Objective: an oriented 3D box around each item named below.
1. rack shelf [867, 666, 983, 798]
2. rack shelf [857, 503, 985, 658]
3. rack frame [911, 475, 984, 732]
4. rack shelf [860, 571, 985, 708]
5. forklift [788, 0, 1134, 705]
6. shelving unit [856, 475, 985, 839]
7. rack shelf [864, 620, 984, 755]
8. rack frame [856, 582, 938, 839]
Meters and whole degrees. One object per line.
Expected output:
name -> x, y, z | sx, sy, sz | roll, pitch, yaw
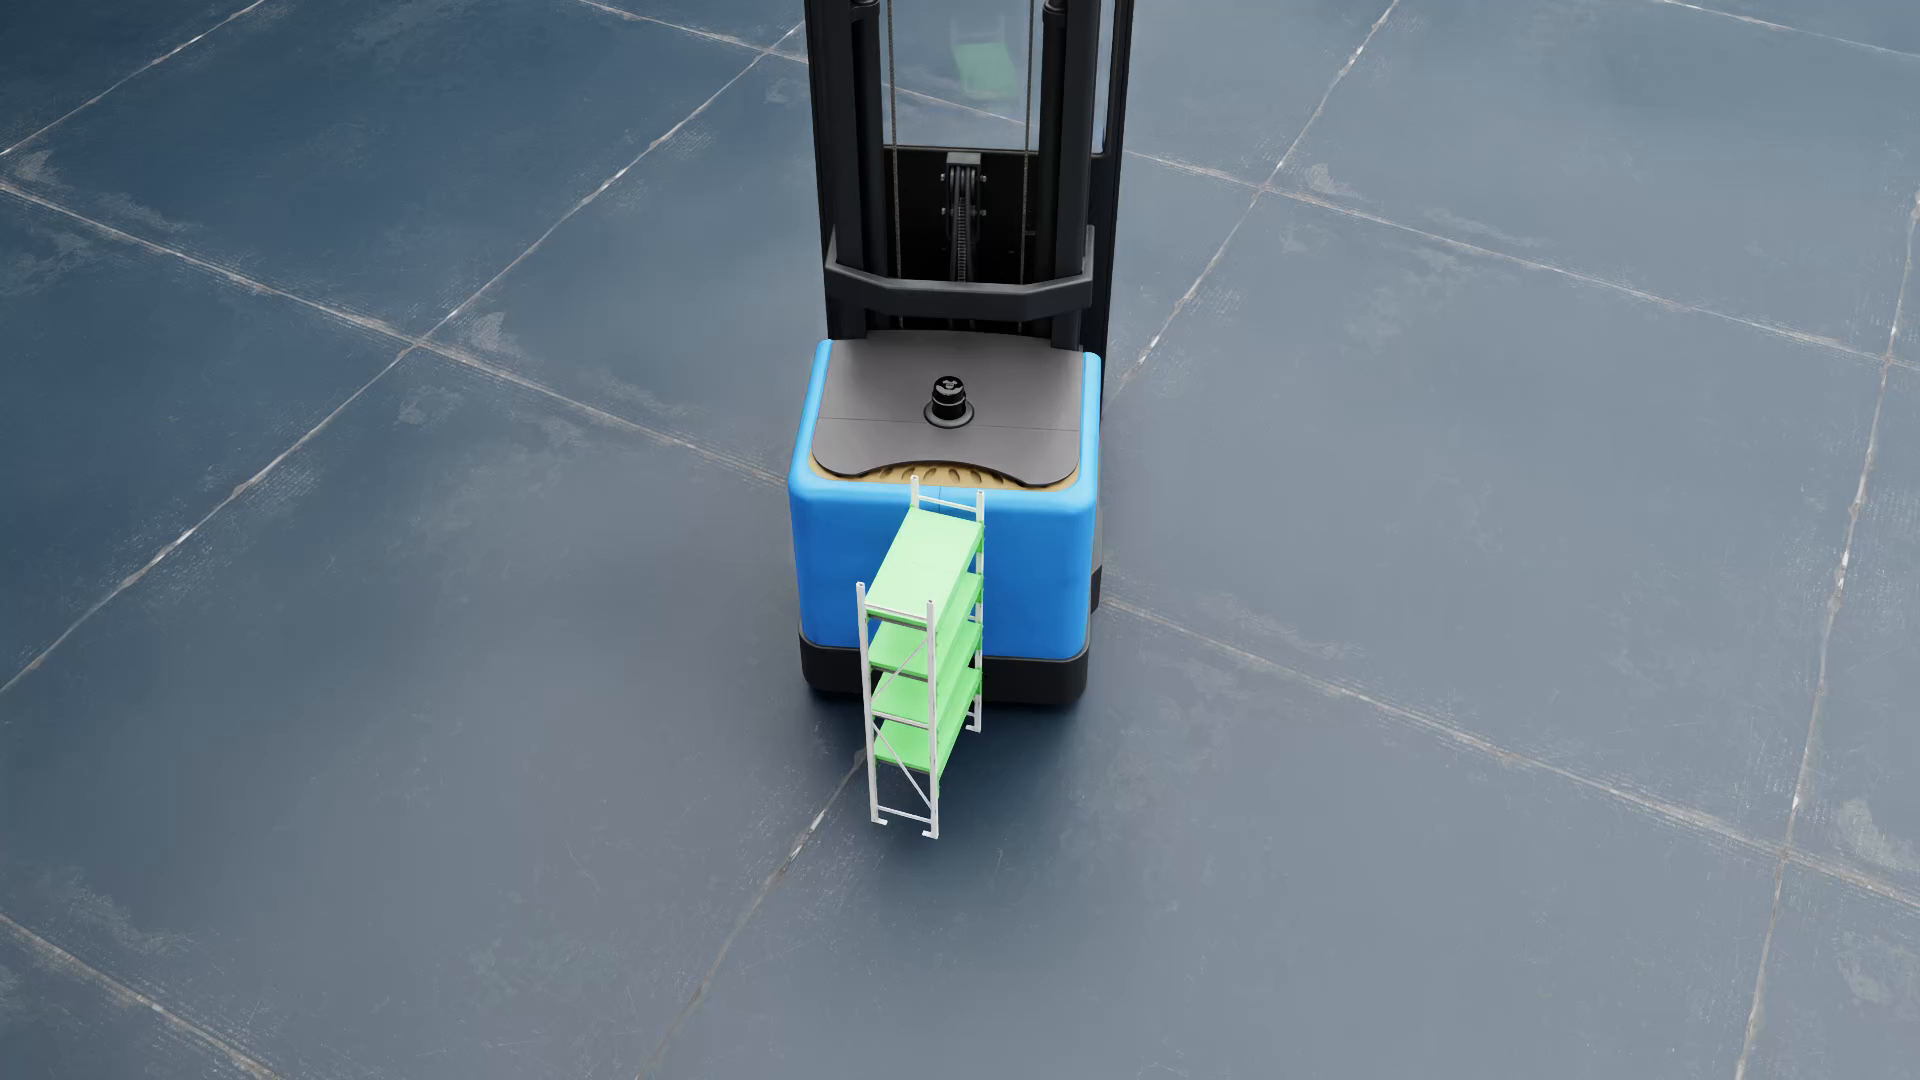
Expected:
rack shelf -> -0.116, 0.626, 5.715 | 0.258, 0.148, 0.480 | 13, 47, 13
rack shelf -> -0.116, 0.120, 5.202 | 0.258, 0.148, 0.480 | 13, 47, 13
rack frame -> -0.040, 0.248, 5.661 | 0.240, 1.200, 0.015 | 13, 47, 13
rack shelf -> -0.116, 0.289, 5.373 | 0.258, 0.148, 0.480 | 13, 47, 13
forklift -> 0.049, -1.476, 6.148 | 1.130, 2.935, 3.031 | 3, 45, 3
shelving unit -> -0.116, 0.413, 5.498 | 0.258, 1.200, 0.503 | 13, 47, 13
rack shelf -> -0.116, 0.458, 5.544 | 0.258, 0.148, 0.480 | 13, 47, 13
rack frame -> -0.191, 0.578, 5.335 | 0.240, 1.200, 0.015 | 13, 47, 13
